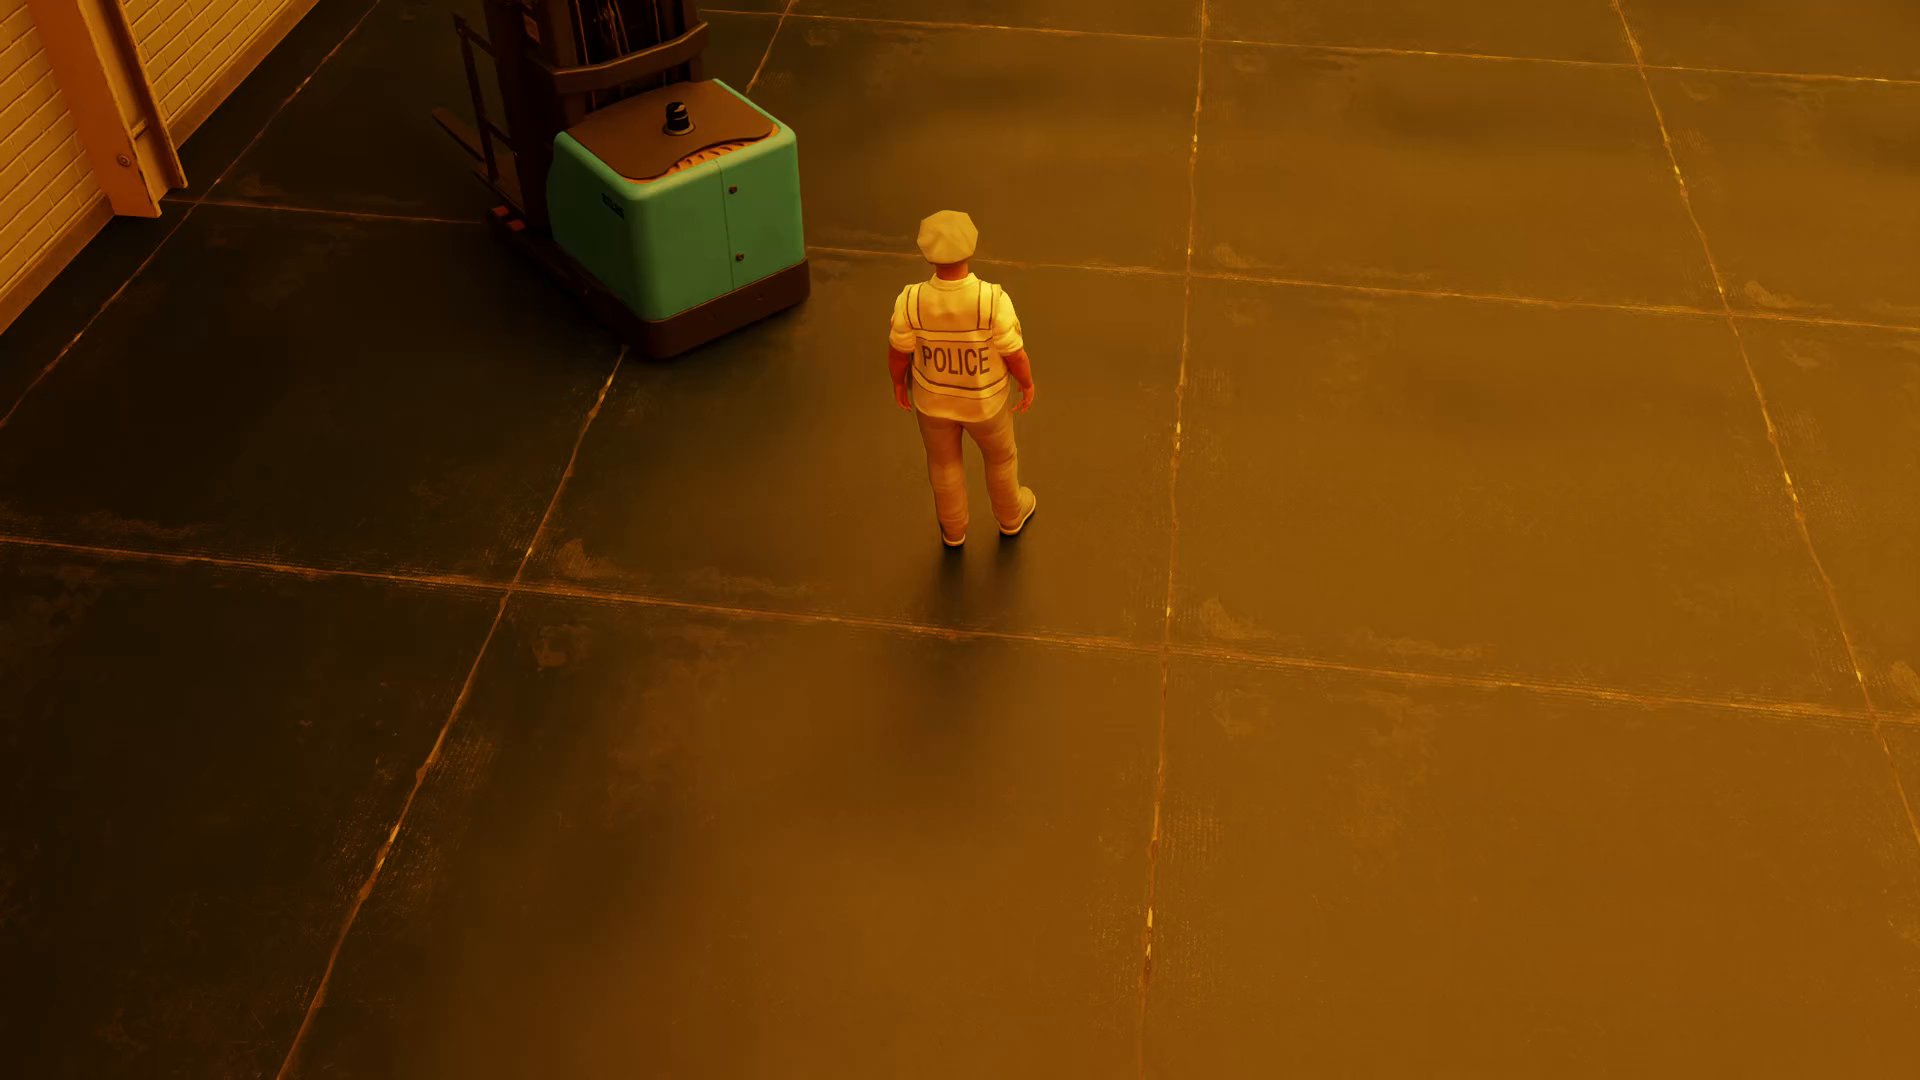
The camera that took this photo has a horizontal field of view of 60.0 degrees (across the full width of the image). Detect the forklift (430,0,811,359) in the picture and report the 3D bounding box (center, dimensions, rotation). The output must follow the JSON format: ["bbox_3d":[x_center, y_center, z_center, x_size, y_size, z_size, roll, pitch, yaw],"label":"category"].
[{"bbox_3d":[-2.147,-2.978,8.966,1.130,2.935,3.031,-28,50,-27],"label":"forklift"}]

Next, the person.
[{"bbox_3d":[0.022,-0.713,7.339,0.640,1.780,0.574,5,43,6],"label":"person"}]
